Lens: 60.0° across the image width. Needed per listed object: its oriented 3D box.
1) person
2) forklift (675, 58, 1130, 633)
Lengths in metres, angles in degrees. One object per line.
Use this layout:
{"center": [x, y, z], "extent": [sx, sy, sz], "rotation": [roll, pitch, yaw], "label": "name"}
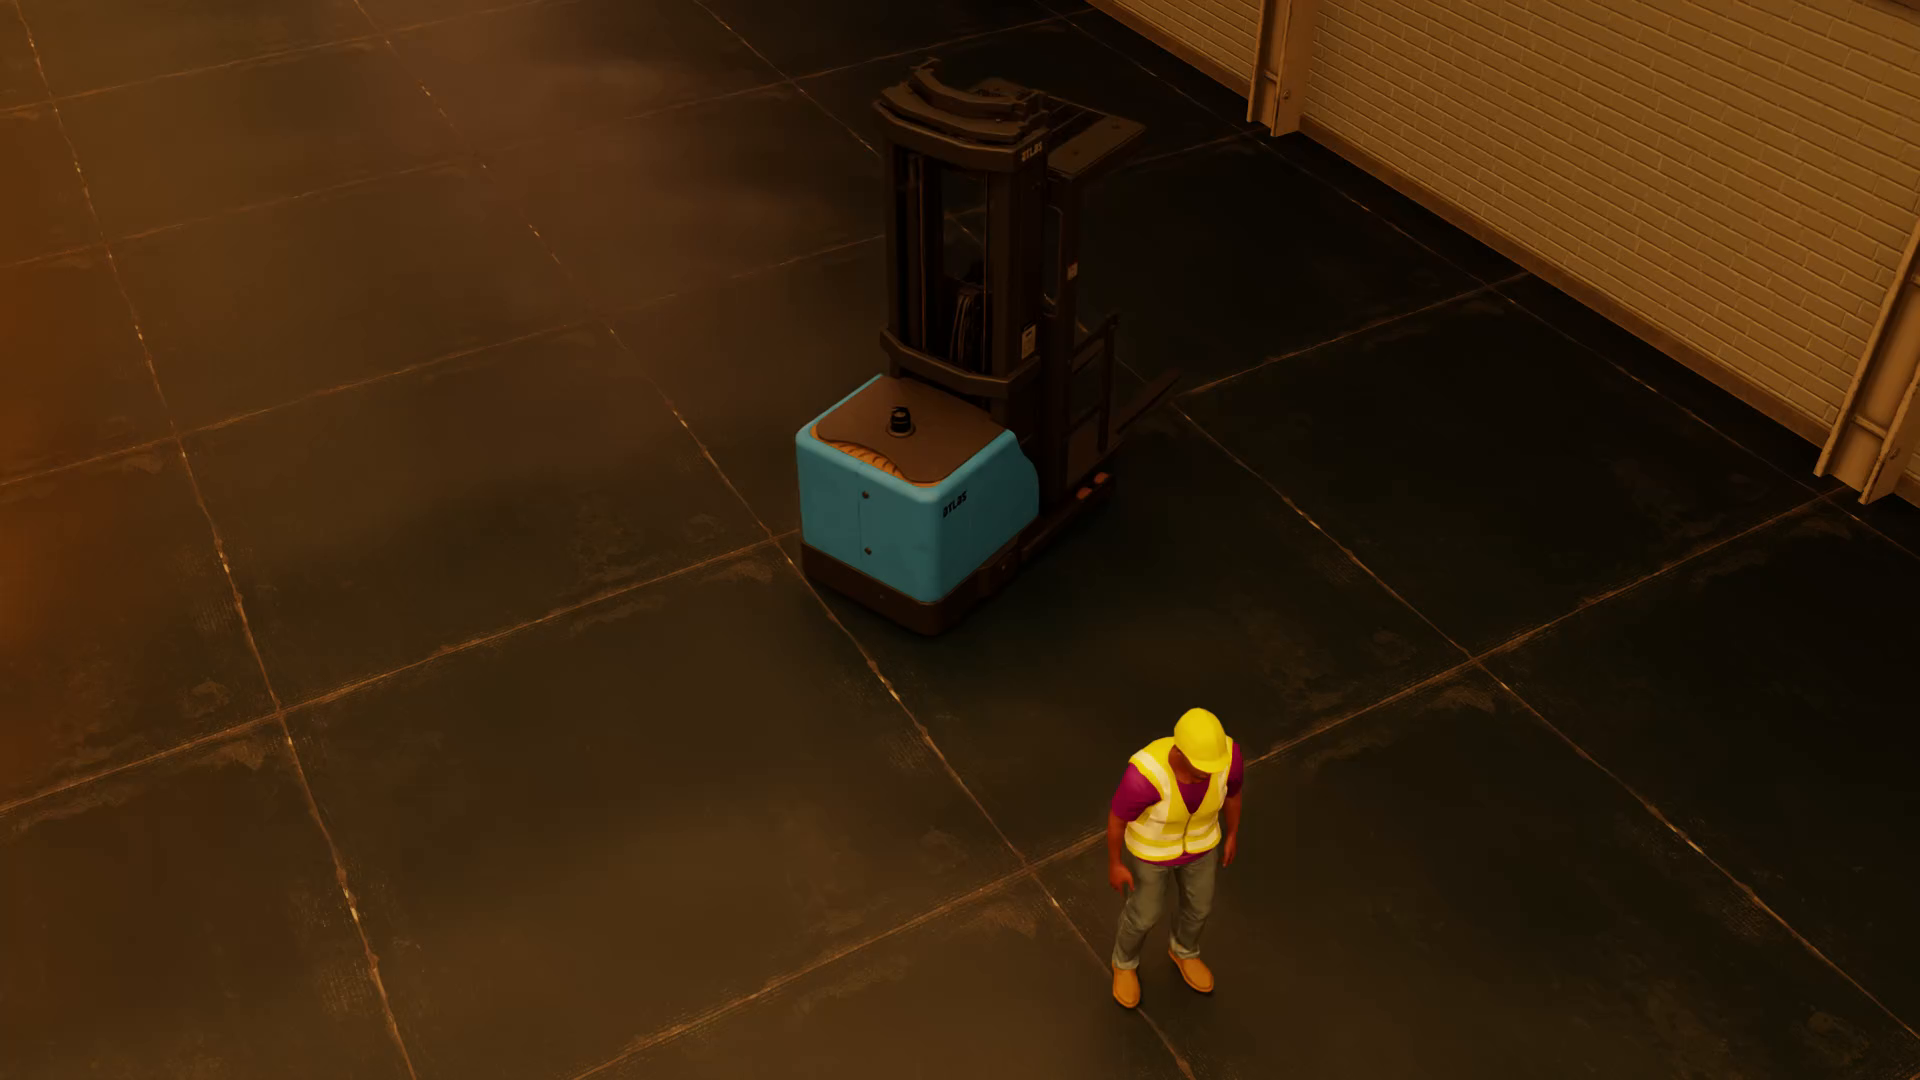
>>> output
{"center": [0.967, 1.360, 7.316], "extent": [0.635, 1.760, 0.457], "rotation": [-12, 41, -14], "label": "person"}
{"center": [-0.481, -1.366, 9.683], "extent": [3.031, 2.935, 1.130], "rotation": [26, 46, 28], "label": "forklift"}
